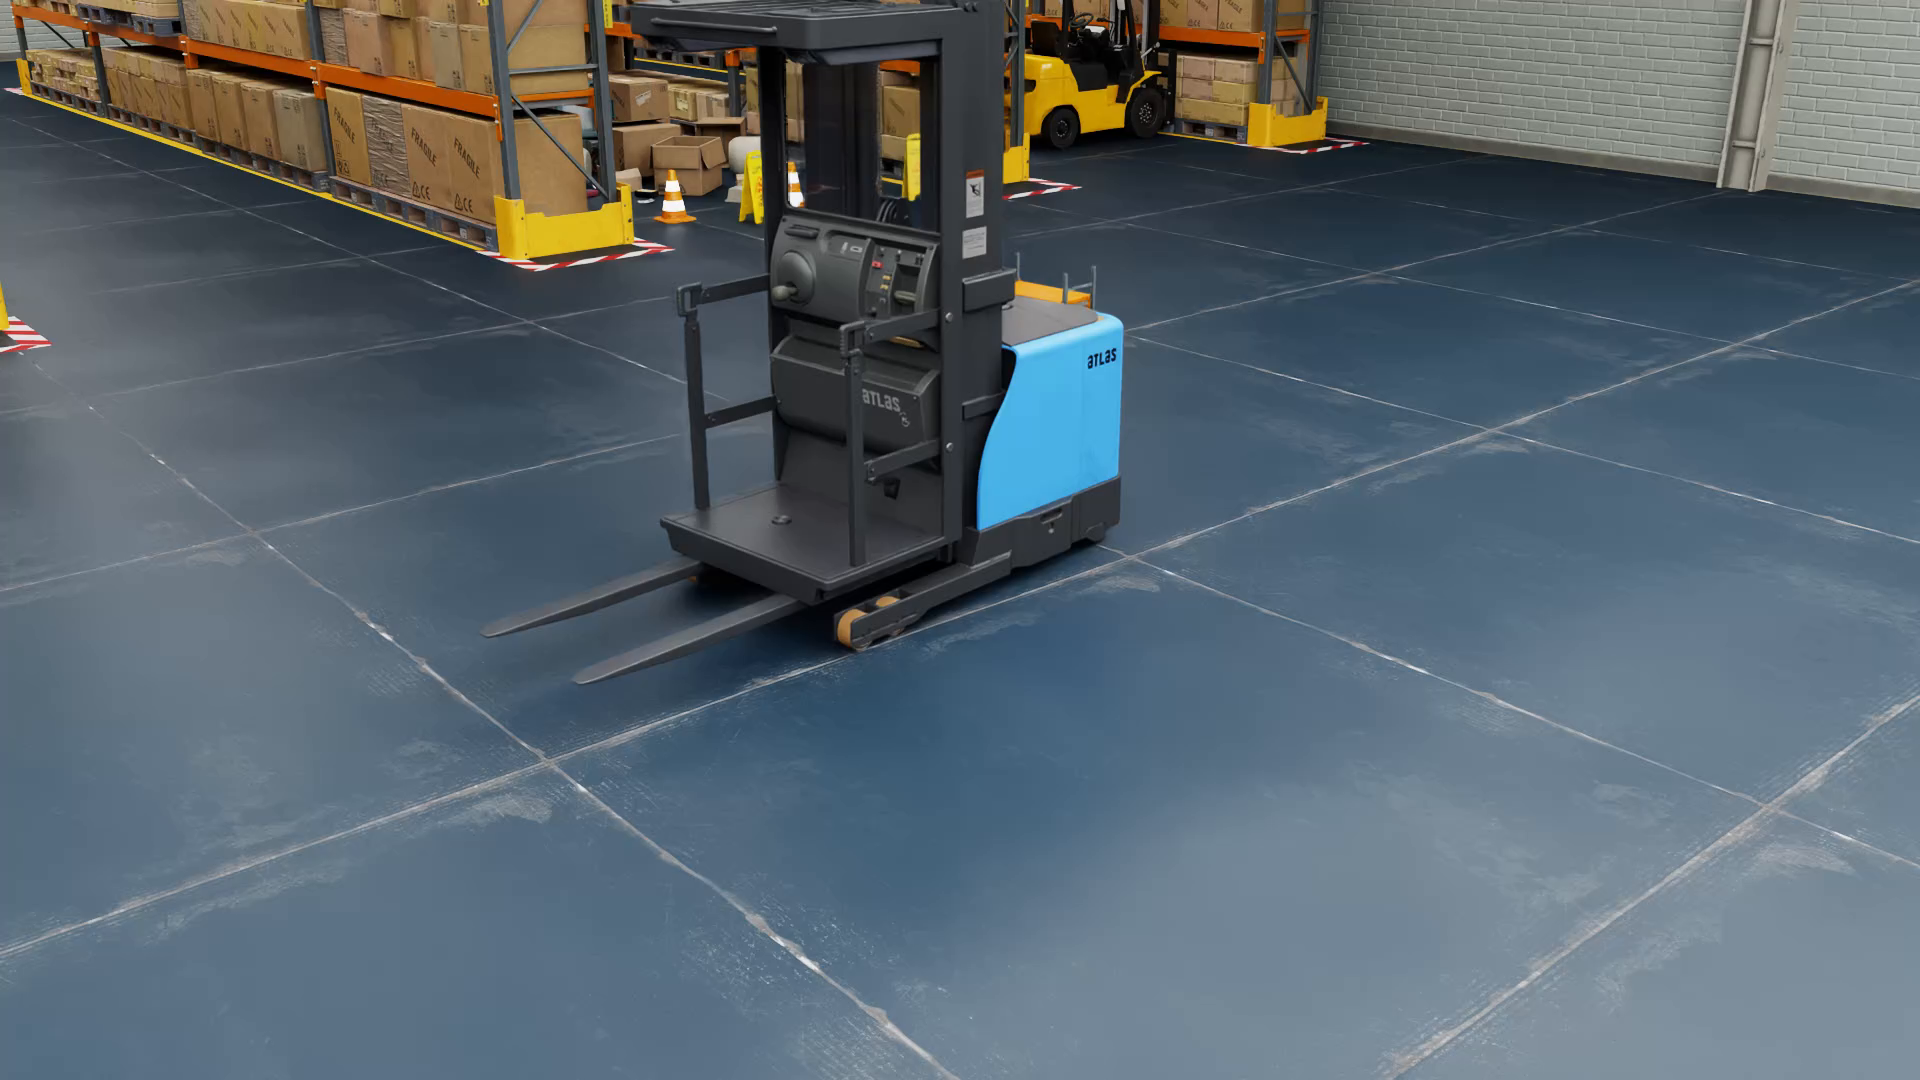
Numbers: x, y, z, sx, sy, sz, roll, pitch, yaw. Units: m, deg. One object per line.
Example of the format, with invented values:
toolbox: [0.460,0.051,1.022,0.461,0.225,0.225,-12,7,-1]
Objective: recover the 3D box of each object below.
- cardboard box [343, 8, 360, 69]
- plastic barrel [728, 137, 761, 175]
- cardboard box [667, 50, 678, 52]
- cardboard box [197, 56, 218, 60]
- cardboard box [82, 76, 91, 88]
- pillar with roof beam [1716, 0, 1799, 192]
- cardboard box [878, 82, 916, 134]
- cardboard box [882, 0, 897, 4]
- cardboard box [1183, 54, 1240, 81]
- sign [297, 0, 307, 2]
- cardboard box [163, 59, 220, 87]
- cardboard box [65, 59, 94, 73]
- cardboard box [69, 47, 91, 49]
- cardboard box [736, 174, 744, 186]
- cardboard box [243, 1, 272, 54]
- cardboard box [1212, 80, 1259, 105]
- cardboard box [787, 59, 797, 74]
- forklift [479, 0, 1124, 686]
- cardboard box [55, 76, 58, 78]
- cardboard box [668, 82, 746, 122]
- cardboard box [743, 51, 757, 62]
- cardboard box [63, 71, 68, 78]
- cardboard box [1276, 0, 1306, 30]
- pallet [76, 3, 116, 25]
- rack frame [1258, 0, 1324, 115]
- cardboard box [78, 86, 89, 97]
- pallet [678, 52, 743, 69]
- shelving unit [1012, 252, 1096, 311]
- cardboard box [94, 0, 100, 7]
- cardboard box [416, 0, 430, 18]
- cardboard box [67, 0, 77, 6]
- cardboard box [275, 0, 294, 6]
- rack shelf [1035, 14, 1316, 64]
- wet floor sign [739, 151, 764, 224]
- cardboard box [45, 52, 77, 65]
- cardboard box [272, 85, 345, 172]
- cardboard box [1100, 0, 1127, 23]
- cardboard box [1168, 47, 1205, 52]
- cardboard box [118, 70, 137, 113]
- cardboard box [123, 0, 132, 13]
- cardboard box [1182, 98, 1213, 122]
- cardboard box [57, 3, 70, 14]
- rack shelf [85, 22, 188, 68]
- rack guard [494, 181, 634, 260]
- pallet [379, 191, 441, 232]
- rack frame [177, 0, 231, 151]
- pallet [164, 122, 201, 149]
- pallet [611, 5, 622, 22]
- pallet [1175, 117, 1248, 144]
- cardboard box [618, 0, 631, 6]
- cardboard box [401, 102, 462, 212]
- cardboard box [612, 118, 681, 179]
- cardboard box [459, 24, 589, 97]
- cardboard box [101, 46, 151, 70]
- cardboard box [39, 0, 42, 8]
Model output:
cardboard box: [-5.408,-4.869,16.097,0.875,0.550,0.550,-17,27,-37]
plastic barrel: [-2.234,-4.157,18.016,0.512,0.421,0.421,0,21,-1]
cardboard box: [-4.891,-9.057,29.847,0.700,0.500,0.500,-19,28,-39]
cardboard box: [-9.242,-5.919,20.807,0.500,0.250,0.500,-18,28,-38]
cardboard box: [-11.888,-6.345,22.996,0.380,0.149,0.250,-19,28,-40]
pillar with roof beam: [4.903,-6.846,13.125,9.100,9.000,0.400,-17,27,-37]
cardboard box: [-0.802,-4.713,18.071,0.500,0.500,0.500,-16,27,-36]
cardboard box: [-0.625,-5.555,17.509,0.500,0.500,0.500,-17,27,-37]
cardboard box: [3.145,-5.902,20.764,0.500,0.250,0.500,-17,27,-36]
sign: [-6.438,-5.415,16.218,0.100,0.325,0.005,-17,27,-37]
cardboard box: [-9.290,-5.657,20.139,0.500,0.250,0.500,-18,28,-39]
cardboard box: [-12.407,-6.708,23.515,0.380,0.149,0.250,-19,28,-40]
cardboard box: [-13.329,-7.419,25.332,0.380,0.149,0.250,-17,27,-37]
cardboard box: [-2.124,-3.700,17.226,0.380,0.149,0.250,-4,22,-10]
cardboard box: [-7.236,-5.451,17.652,0.500,0.500,0.500,-17,27,-37]
cardboard box: [3.465,-5.537,20.516,0.500,0.250,0.500,-18,28,-38]
cardboard box: [-1.796,-5.400,18.935,0.380,0.149,0.250,-16,27,-35]
forklift: [-0.598,-1.121,6.826,1.130,2.935,3.031,19,28,39]
cardboard box: [-13.044,-6.743,24.421,0.380,0.149,0.250,-17,27,-37]
cardboard box: [-3.166,-5.565,21.107,0.950,0.372,0.625,-15,26,-34]
cardboard box: [-3.313,-8.344,28.026,0.500,0.500,0.500,-18,28,-38]
cardboard box: [-12.817,-6.813,24.191,0.380,0.149,0.250,-16,26,-35]
cardboard box: [3.906,-6.578,20.529,0.500,0.500,0.500,-16,27,-36]
pallet: [-10.867,-6.920,21.802,1.003,0.211,1.213,-17,27,-37]
rack frame: [4.019,-6.329,20.029,1.000,3.000,0.127,-17,27,-37]
cardboard box: [-12.097,-6.300,23.289,0.380,0.149,0.250,-19,28,-39]
pallet: [-4.261,-8.536,29.488,1.003,0.211,1.213,-17,27,-37]
shelving unit: [0.397,-0.803,8.389,0.503,1.200,0.258,18,28,39]
cardboard box: [-10.838,-6.901,21.258,0.380,0.149,0.250,-17,27,-37]
cardboard box: [-4.327,-4.941,14.800,0.875,0.550,0.550,-17,27,-37]
cardboard box: [-11.785,-7.507,22.492,0.500,0.500,0.500,-17,27,-37]
cardboard box: [-6.699,-5.834,17.259,0.700,0.500,0.500,-18,28,-38]
rack shelf: [2.714,-6.546,21.571,1.077,0.370,4.000,-17,27,-37]
wet floor sign: [-1.904,-3.307,15.542,0.232,0.644,0.267,17,27,36]
cardboard box: [-13.219,-7.083,24.473,0.380,0.149,0.250,-19,28,-40]
cardboard box: [-6.507,-4.343,17.468,1.050,0.750,0.750,-18,27,-38]
cardboard box: [2.184,-7.016,21.647,0.500,0.500,0.500,-18,28,-38]
cardboard box: [2.873,-6.308,21.801,0.500,0.250,0.500,-18,28,-38]
cardboard box: [-10.628,-5.874,21.719,0.500,0.500,0.500,-16,26,-35]
cardboard box: [-9.981,-6.539,20.335,0.380,0.149,0.250,-19,28,-40]
cardboard box: [3.156,-5.438,20.950,0.500,0.250,0.500,-17,27,-37]
cardboard box: [-12.349,-7.440,23.210,0.380,0.149,0.250,-19,28,-40]
rack shelf: [-9.950,-6.368,21.115,1.077,0.370,4.000,-17,27,-37]
rack guard: [-3.407,-2.769,14.369,1.175,0.500,0.348,-17,27,-37]
pallet: [-4.796,-3.181,15.815,1.003,0.211,1.213,-17,27,-37]
rack frame: [-8.645,-6.150,19.573,1.000,3.000,0.127,-17,27,-37]
pallet: [-9.154,-5.068,20.634,1.003,0.211,1.213,-17,27,-37]
pallet: [-4.415,-7.095,22.250,1.213,0.211,1.003,-17,27,-37]
pallet: [3.489,-5.232,21.052,1.003,0.211,1.213,-17,27,-37]
cardboard box: [-4.206,-6.999,21.510,0.380,0.149,0.250,-16,26,-34]
cardboard box: [-4.491,-3.560,15.298,0.875,0.875,0.875,-18,28,-38]
cardboard box: [-3.420,-4.186,17.795,0.797,0.637,0.503,-17,27,-37]
cardboard box: [-3.699,-4.101,14.137,0.875,0.550,0.550,-17,27,-37]
cardboard box: [-10.973,-6.369,21.955,0.500,0.250,0.500,-19,28,-40]
cardboard box: [-13.139,-7.808,24.152,0.380,0.149,0.250,-18,28,-38]
